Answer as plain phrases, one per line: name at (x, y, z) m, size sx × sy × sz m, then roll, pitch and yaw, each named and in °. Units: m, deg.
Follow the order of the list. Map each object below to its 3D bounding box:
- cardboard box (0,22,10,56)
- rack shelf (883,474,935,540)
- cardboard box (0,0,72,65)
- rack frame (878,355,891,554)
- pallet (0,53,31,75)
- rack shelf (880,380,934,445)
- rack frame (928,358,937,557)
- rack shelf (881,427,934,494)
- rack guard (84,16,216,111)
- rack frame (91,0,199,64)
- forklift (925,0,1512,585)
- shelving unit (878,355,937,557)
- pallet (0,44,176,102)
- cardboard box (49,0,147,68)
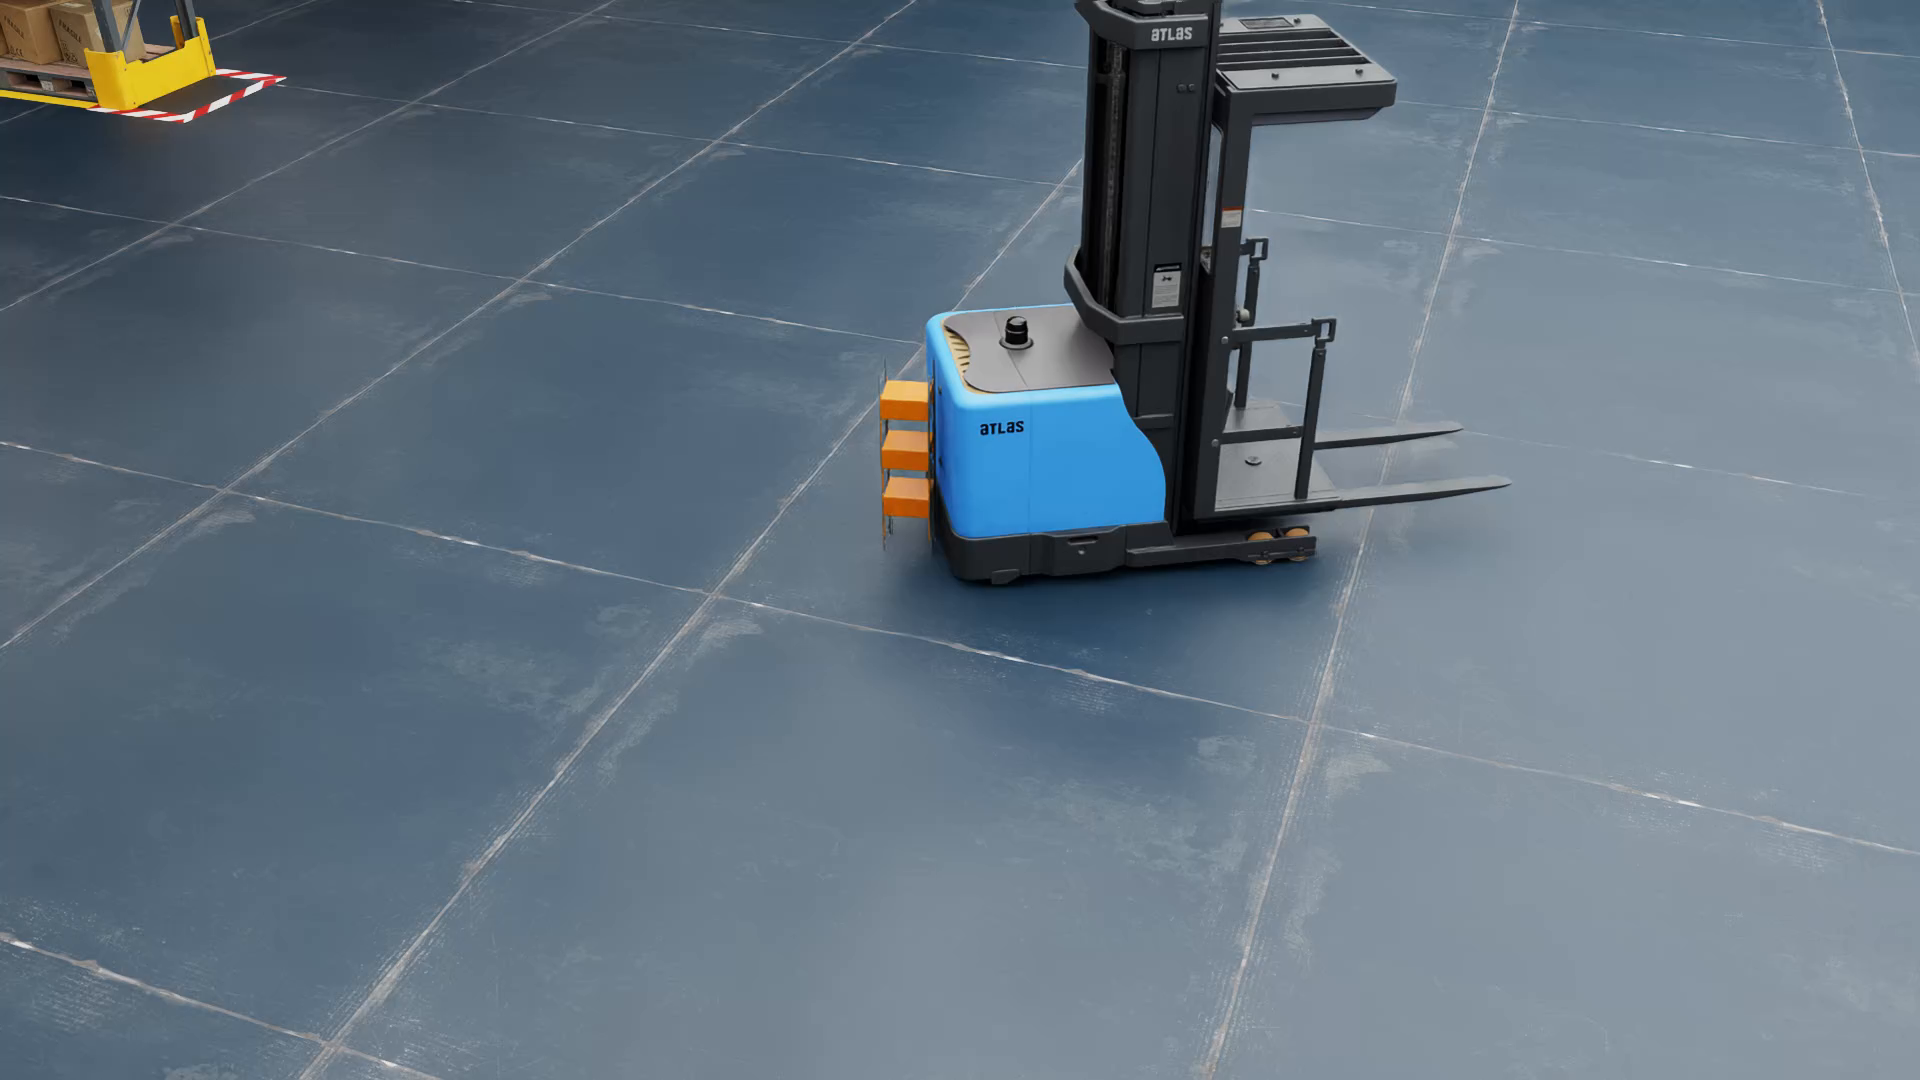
cardboard box at (-8.926, -4.798, 15.334) m, size 0.500 × 0.500 × 0.500 m, roll 14°, pitch 35°, yaw 21°
rack shelf at (-0.261, -0.172, 8.580) m, size 0.240 × 0.259 × 0.215 m, roll 4°, pitch 33°, yaw 6°
cardboard box at (-8.343, -4.674, 15.141) m, size 0.500 × 0.500 × 0.500 m, roll 21°, pitch 38°, yaw 29°
rack frame at (-0.382, -0.422, 8.436) m, size 0.008 × 1.050 × 0.200 m, roll 4°, pitch 33°, yaw 6°
pallet at (-9.156, -4.566, 15.628) m, size 1.213 × 0.211 × 1.003 m, roll 11°, pitch 34°, yaw 16°
rack shelf at (-0.261, -0.643, 8.275) m, size 0.240 × 0.259 × 0.215 m, roll 4°, pitch 33°, yaw 6°
rack frame at (-0.140, -0.405, 8.410) m, size 0.008 × 1.050 × 0.200 m, roll 4°, pitch 33°, yaw 6°
rack shelf at (-0.261, -0.405, 8.429) m, size 0.240 × 0.259 × 0.215 m, roll 4°, pitch 33°, yaw 6°
rack guard at (-7.258, -4.297, 14.944) m, size 0.348 × 0.500 × 1.175 m, roll 11°, pitch 34°, yaw 16°
rack frame at (-7.187, -5.333, 14.244) m, size 0.127 × 3.000 × 1.000 m, roll 11°, pitch 34°, yaw 16°
forklift at (1.378, -1.382, 8.188) m, size 3.031 × 2.935 × 1.130 m, roll -5°, pitch 33°, yaw -8°
shelving unit at (-0.261, -0.414, 8.423) m, size 0.252 × 1.050 × 0.215 m, roll 4°, pitch 33°, yaw 6°
pallet at (-8.011, -4.342, 15.281) m, size 1.213 × 0.211 × 1.003 m, roll 11°, pitch 34°, yaw 16°
cardboard box at (-7.769, -4.582, 14.999) m, size 0.500 × 0.500 × 0.500 m, roll 18°, pitch 37°, yaw 25°
